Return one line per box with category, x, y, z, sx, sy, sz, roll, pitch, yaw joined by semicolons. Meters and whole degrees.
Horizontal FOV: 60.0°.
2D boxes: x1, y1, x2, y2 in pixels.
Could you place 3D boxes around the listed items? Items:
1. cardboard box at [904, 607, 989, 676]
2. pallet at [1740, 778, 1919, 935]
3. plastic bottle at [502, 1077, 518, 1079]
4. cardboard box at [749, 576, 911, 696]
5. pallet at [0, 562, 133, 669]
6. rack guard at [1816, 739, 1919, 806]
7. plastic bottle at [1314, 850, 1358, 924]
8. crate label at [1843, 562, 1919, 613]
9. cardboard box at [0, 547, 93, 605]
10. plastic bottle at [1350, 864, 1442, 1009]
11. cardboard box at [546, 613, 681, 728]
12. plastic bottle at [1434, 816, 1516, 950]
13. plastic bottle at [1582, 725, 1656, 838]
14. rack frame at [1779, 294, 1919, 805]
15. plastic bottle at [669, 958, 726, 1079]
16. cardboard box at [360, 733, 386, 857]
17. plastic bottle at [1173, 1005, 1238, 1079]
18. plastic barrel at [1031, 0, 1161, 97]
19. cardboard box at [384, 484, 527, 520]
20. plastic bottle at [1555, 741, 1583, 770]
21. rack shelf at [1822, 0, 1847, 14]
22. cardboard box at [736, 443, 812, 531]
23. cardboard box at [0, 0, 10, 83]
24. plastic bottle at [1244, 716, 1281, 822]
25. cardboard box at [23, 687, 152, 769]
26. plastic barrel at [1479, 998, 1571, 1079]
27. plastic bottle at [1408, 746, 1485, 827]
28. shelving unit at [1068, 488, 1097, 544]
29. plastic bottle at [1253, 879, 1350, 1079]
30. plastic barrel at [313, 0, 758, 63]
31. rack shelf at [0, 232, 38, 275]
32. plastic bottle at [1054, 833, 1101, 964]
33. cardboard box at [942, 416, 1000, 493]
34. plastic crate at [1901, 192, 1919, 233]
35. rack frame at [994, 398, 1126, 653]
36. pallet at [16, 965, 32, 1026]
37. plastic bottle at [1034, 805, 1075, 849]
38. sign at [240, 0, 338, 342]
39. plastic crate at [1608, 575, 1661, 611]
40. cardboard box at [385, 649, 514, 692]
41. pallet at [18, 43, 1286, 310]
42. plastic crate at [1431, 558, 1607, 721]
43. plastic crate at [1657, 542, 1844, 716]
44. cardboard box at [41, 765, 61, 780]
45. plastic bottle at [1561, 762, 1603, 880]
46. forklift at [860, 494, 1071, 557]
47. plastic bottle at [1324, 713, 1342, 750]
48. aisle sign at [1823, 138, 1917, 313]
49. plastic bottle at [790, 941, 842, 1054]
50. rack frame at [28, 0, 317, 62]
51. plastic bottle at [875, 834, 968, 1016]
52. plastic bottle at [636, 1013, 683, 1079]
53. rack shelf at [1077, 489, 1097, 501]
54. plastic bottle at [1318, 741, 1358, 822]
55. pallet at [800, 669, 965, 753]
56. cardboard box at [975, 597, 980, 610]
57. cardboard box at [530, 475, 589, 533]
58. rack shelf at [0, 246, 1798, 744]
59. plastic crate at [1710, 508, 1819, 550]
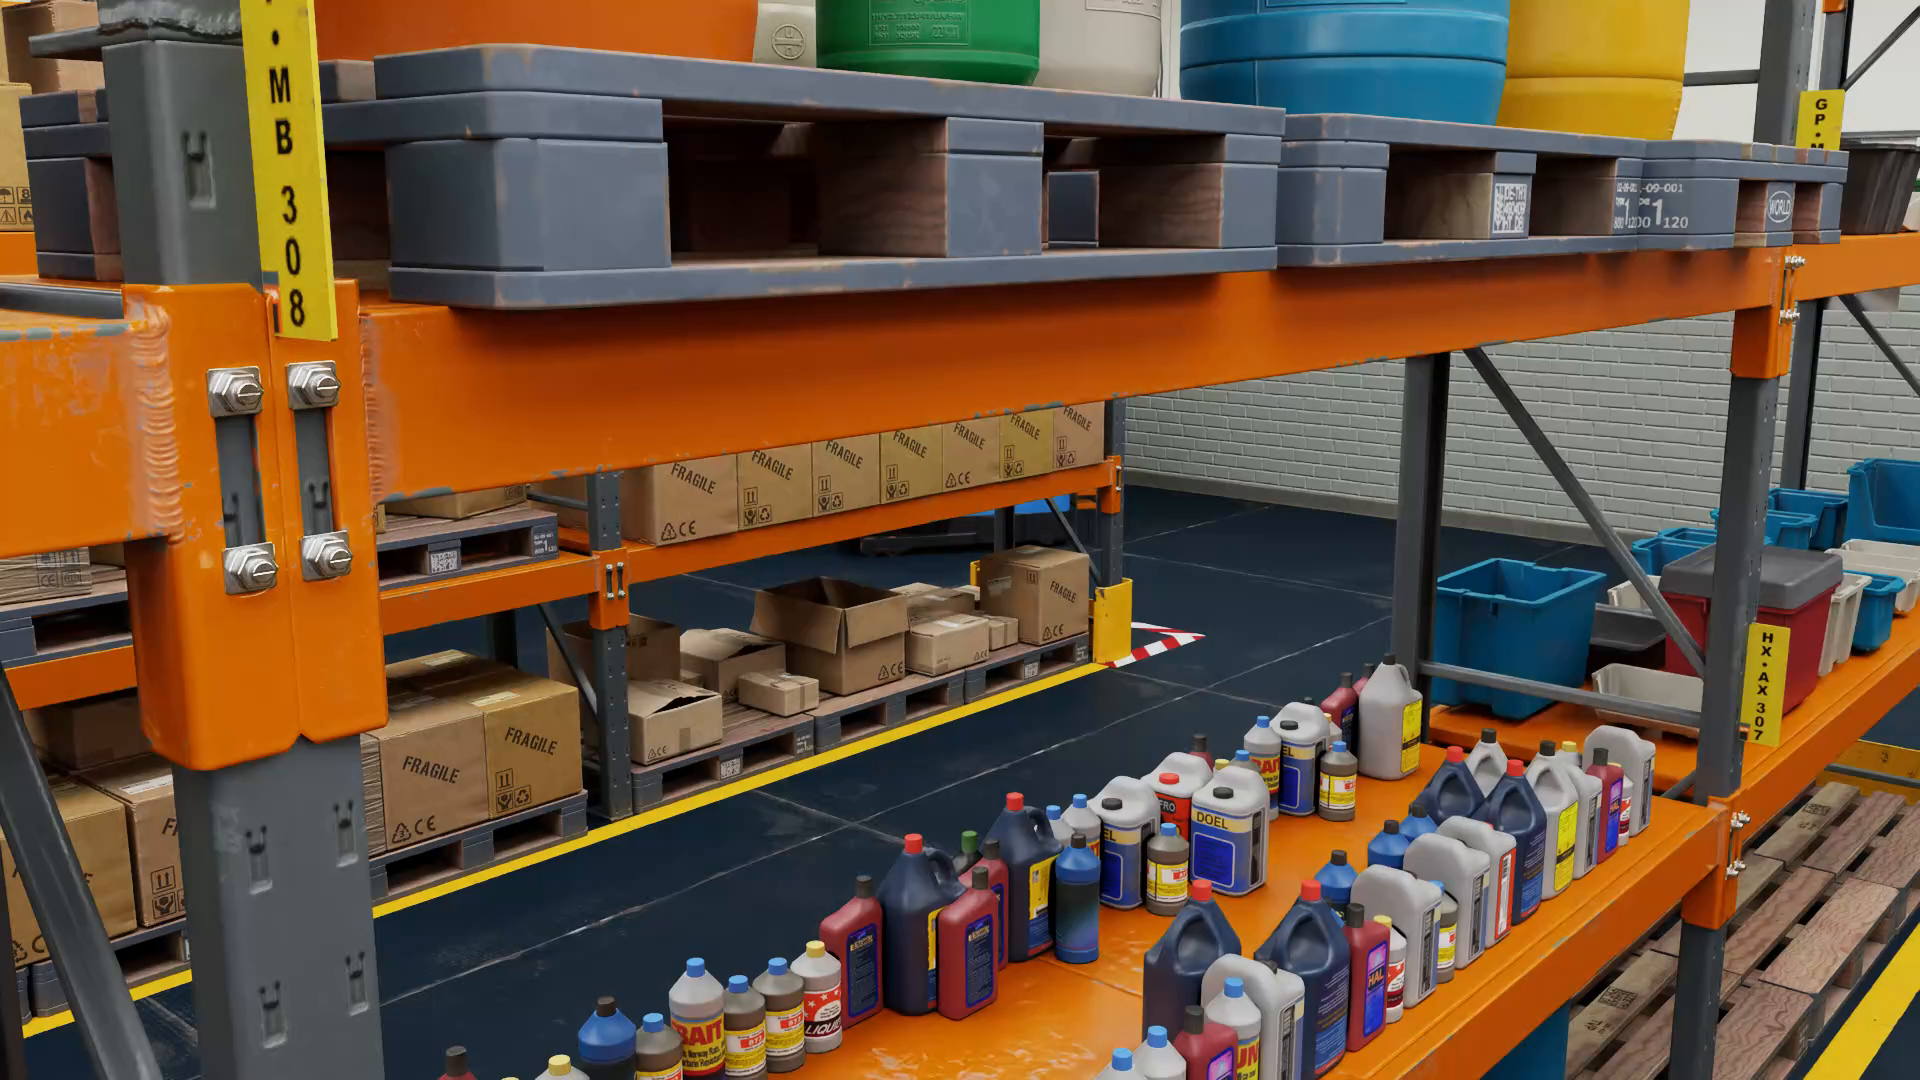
cardboard box;-0.176;0.600;9.946;0.500;0.250;0.500;10;15;40
pallet;3.793;1.344;7.441;1.003;0.211;1.213;10;15;40
plastic bottle;-0.726;0.972;2.694;0.097;0.201;0.097;0;11;0
cardboard box;-0.756;0.540;9.602;0.797;0.503;0.637;10;15;40
pallet;-3.353;0.204;6.521;1.003;0.211;1.213;10;15;40
rack guard;4.372;1.081;8.022;1.175;0.500;0.348;10;15;40
plastic bottle;0.786;0.780;3.474;0.097;0.271;0.097;0;11;0
crate label;3.596;0.189;6.628;0.396;0.136;0.243;10;15;40
cardboard box;-3.555;-0.075;6.103;0.500;0.500;0.700;-9;14;-37
plastic bottle;0.892;0.792;3.406;0.152;0.276;0.135;10;15;40
cardboard box;-1.830;0.698;8.818;0.500;0.500;0.500;10;15;40
plastic bottle;1.134;0.738;3.676;0.152;0.276;0.135;10;15;40
plastic bottle;1.708;0.610;4.317;0.152;0.276;0.135;10;15;40
rack frame;4.366;-0.139;7.751;1.000;3.000;0.127;10;15;40
plastic bottle;-0.469;0.880;2.974;0.097;0.271;0.097;0;11;0
cardboard box;-2.767;1.073;6.938;0.500;0.500;0.500;10;15;41
plastic bottle;0.411;0.909;2.800;0.061;0.283;0.133;10;15;40
plastic barrel;0.142;-0.986;2.913;0.433;0.535;0.433;0;11;0
cardboard box;-2.473;-0.406;7.758;0.700;0.500;0.500;4;12;21
plastic bottle;1.602;0.633;4.391;0.097;0.201;0.097;0;11;0
rack shelf;3.046;-2.238;5.799;1.077;0.370;4.000;10;15;40
cardboard box;-1.116;-0.356;8.582;0.500;0.500;0.500;10;15;41
cardboard box;-3.667;-1.827;5.734;0.500;0.500;0.500;10;15;40
plastic bottle;0.795;0.598;4.385;0.097;0.271;0.097;0;11;0
cardboard box;-3.486;0.711;6.837;0.500;0.250;0.500;9;15;39
plastic barrel;1.354;1.350;4.579;0.600;0.901;0.708;10;15;40
plastic bottle;1.134;0.659;3.877;0.144;0.351;0.185;10;15;40
shelving unit;1.071;-0.573;14.511;0.189;1.200;0.258;-3;12;-13
plastic bottle;0.638;0.813;3.109;0.144;0.351;0.185;10;15;40
plastic barrel;-0.538;-0.933;1.897;0.600;0.830;0.708;10;15;40
rack shelf;-3.313;-1.016;6.317;1.077;0.370;4.000;10;15;40
plastic bottle;0.252;0.762;3.565;0.097;0.271;0.097;0;11;0
cardboard box;-0.117;-0.579;9.696;0.500;0.500;0.500;10;15;41
plastic crate;3.188;-1.145;5.800;0.437;0.136;0.530;10;15;40
rack frame;0.648;-0.780;10.960;1.000;3.000;0.127;10;15;40
pallet;-4.112;1.659;5.866;1.003;0.211;1.213;10;15;40
plastic bottle;0.208;0.729;3.730;0.097;0.271;0.097;0;11;0
sign;-0.497;-0.312;1.223;0.100;0.325;0.005;10;15;40
plastic crate;2.649;0.254;6.301;0.293;0.136;0.466;10;15;40
cardboard box;-2.495;0.858;8.017;0.500;0.500;0.500;9;14;38
pallet;-0.336;-0.441;2.083;1.003;0.211;1.213;10;15;40
plastic crate;1.778;0.315;5.365;0.392;0.384;0.575;10;15;40
plastic crate;2.503;0.289;5.287;0.402;0.464;0.583;10;15;40
cardboard box;-3.850;1.163;6.491;0.500;0.500;0.500;9;14;38
plastic bottle;1.467;0.663;4.048;0.152;0.276;0.135;10;15;40
forklift;-0.607;-1.408;14.277;3.031;2.935;1.130;-3;12;-14
plastic bottle;1.013;0.584;4.635;0.097;0.201;0.097;0;11;0
aisle sign;4.190;-1.463;7.741;0.394;0.787;0.004;10;15;40
plastic bottle;-0.276;0.872;3.196;0.097;0.201;0.097;0;11;0
rack frame;-0.915;-1.904;1.270;1.000;3.000;0.127;10;15;40
plastic bottle;-0.077;0.761;3.369;0.144;0.351;0.185;10;15;40
plastic bottle;-0.533;0.929;2.910;0.097;0.201;0.097;0;11;0
rack shelf;1.072;-0.411;14.544;0.180;0.103;0.258;-3;12;-13
plastic bottle;0.998;0.633;4.393;0.097;0.201;0.097;0;11;0
pallet;-0.733;0.894;9.695;1.003;0.211;1.213;10;15;40
cardboard box;-0.052;0.447;10.924;0.380;0.166;0.250;10;15;40
cardboard box;-1.855;-0.348;8.538;0.500;0.500;0.500;10;15;41
rack shelf;0.405;-0.375;3.108;1.077;0.370;4.000;10;15;40
plastic crate;3.521;0.004;7.308;0.416;0.233;0.300;10;15;40
